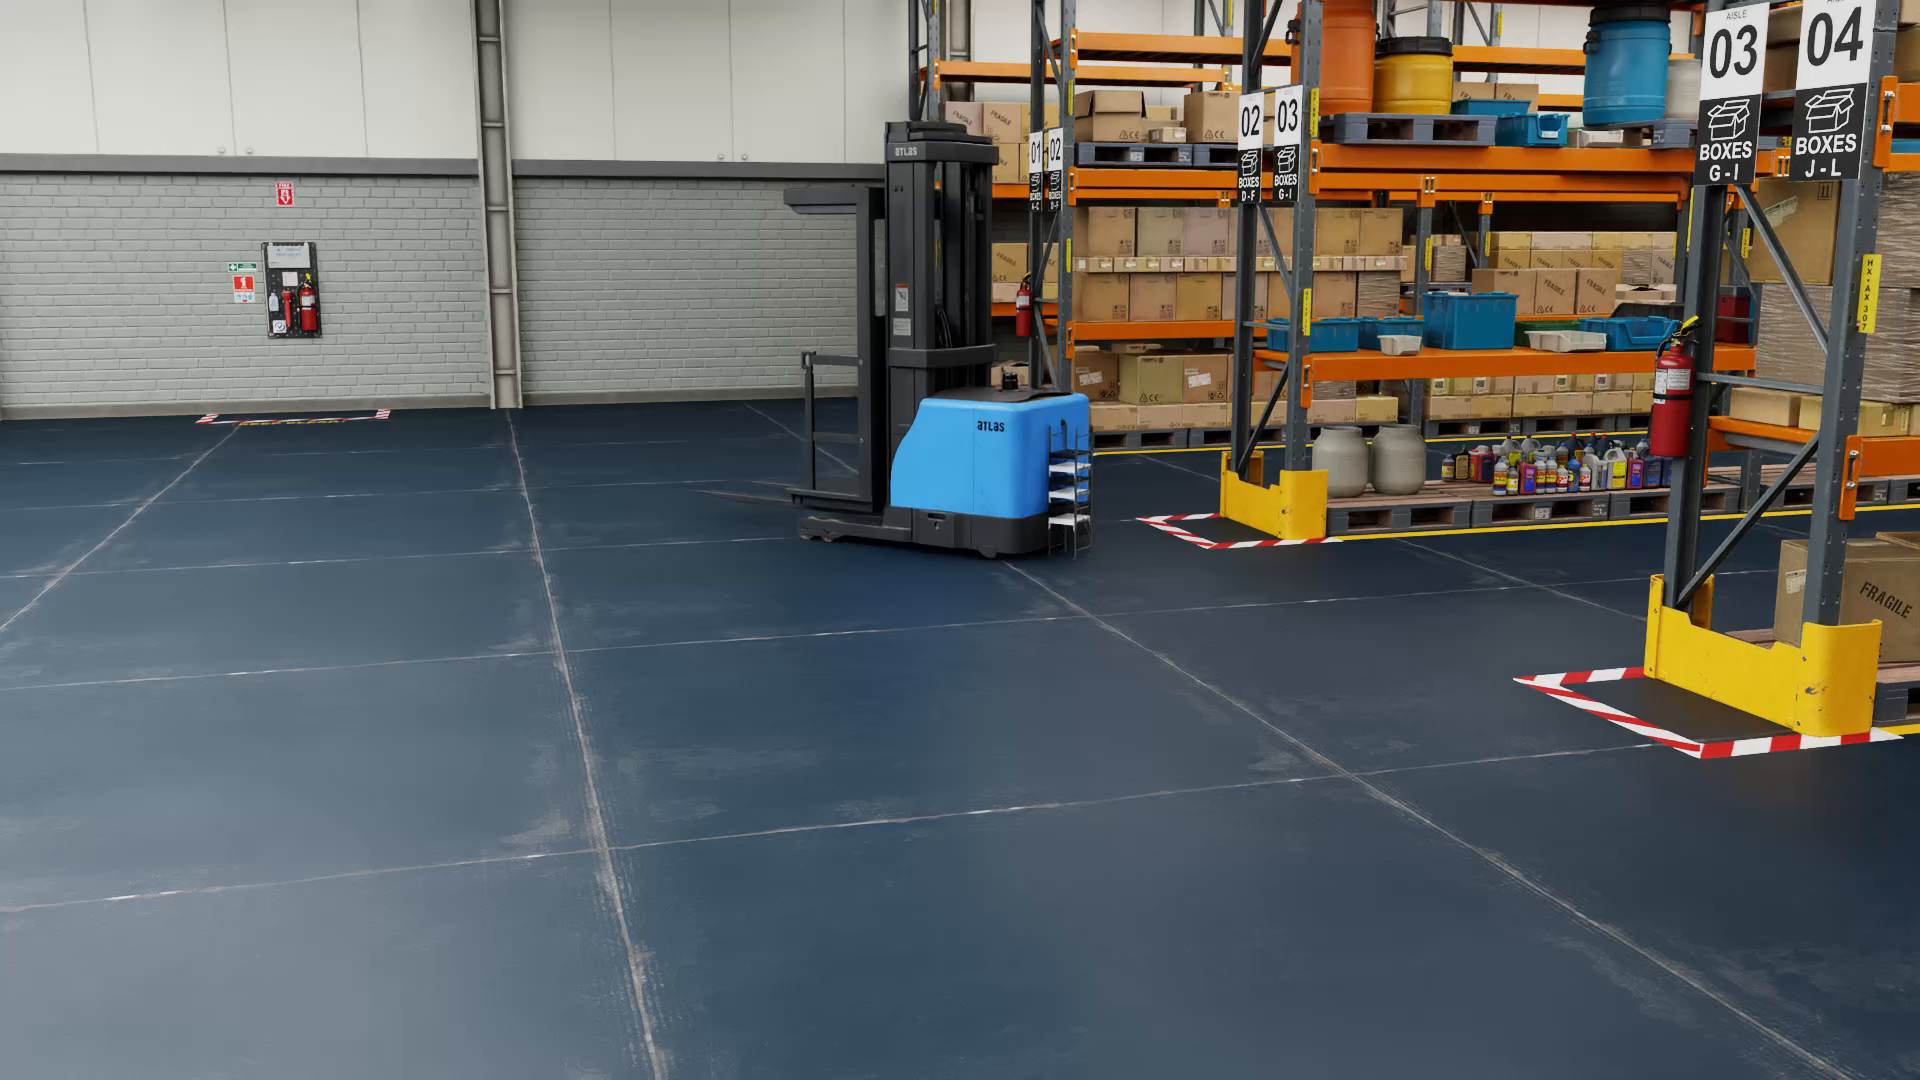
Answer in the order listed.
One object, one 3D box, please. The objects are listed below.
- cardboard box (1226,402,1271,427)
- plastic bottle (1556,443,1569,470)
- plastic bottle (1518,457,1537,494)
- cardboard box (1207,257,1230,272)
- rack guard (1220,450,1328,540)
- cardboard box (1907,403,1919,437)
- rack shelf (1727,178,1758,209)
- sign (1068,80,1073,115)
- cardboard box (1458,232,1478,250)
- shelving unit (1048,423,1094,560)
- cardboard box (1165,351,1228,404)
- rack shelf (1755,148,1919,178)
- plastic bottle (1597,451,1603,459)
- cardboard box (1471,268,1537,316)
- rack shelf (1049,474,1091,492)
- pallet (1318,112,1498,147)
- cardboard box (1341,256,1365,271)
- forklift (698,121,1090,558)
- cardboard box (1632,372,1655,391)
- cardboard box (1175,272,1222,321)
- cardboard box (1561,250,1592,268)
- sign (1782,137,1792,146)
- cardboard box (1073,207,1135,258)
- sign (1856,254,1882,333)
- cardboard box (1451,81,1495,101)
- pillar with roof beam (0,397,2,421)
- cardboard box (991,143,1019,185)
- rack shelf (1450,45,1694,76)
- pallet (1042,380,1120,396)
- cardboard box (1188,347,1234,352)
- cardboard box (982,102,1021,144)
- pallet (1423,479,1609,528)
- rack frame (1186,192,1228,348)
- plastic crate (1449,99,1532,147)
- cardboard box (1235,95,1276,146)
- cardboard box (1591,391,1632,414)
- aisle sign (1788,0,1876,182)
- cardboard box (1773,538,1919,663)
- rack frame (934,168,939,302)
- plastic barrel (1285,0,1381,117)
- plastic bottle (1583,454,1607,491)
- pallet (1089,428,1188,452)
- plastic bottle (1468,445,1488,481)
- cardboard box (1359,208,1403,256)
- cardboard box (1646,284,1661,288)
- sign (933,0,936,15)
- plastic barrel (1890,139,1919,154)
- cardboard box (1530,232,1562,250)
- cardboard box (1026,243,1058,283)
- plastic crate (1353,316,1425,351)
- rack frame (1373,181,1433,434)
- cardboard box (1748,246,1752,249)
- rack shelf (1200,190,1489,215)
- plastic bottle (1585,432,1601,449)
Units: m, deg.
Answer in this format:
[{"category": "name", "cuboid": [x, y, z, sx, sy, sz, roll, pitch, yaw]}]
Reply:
[{"category": "cardboard box", "cuboid": [2.937, -1.350, 17.529, 0.500, 0.250, 0.500, -3, 11, -16]}, {"category": "plastic bottle", "cuboid": [4.938, -0.655, 13.641, 0.097, 0.271, 0.097, 0, 10, 0]}, {"category": "plastic bottle", "cuboid": [4.350, -0.497, 12.747, 0.133, 0.283, 0.061, -3, 11, -15]}, {"category": "cardboard box", "cuboid": [2.592, -2.848, 17.163, 0.250, 0.149, 0.380, -3, 11, -17]}, {"category": "rack guard", "cuboid": [2.360, -0.353, 12.583, 0.348, 0.500, 1.175, -3, 11, -16]}, {"category": "cardboard box", "cuboid": [4.270, -0.568, 7.541, 0.250, 0.149, 0.380, -3, 11, -16]}, {"category": "rack shelf", "cuboid": [10.521, -4.059, 19.512, 4.000, 0.370, 1.077, -3, 11, -16]}, {"category": "sign", "cuboid": [1.068, -4.279, 16.086, 0.005, 0.325, 0.100, -3, 11, -16]}, {"category": "cardboard box", "cuboid": [7.575, -4.340, 24.109, 0.500, 0.250, 0.500, -3, 11, -14]}, {"category": "shelving unit", "cuboid": [0.758, -0.335, 11.381, 0.210, 0.900, 0.258, 7, 12, 33]}, {"category": "cardboard box", "cuboid": [2.452, -1.696, 17.339, 0.500, 0.500, 0.500, -3, 11, -16]}, {"category": "rack shelf", "cuboid": [8.061, -2.995, 13.734, 4.000, 0.370, 1.077, -3, 11, -16]}, {"category": "plastic bottle", "cuboid": [5.055, -0.561, 13.096, 0.133, 0.283, 0.061, -3, 11, -16]}, {"category": "cardboard box", "cuboid": [6.007, -2.746, 18.401, 0.500, 0.500, 0.500, -2, 11, -12]}, {"category": "rack shelf", "cuboid": [0.758, -0.391, 11.371, 0.200, 0.077, 0.258, 7, 12, 33]}, {"category": "pallet", "cuboid": [3.122, -2.978, 12.172, 1.213, 0.211, 1.003, -3, 11, -16]}, {"category": "cardboard box", "cuboid": [4.070, -2.925, 17.584, 0.250, 0.149, 0.380, -3, 11, -18]}, {"category": "forklift", "cuboid": [-0.584, -1.499, 12.095, 3.031, 2.935, 1.130, 7, 12, 33]}, {"category": "cardboard box", "cuboid": [7.669, -1.870, 18.804, 0.500, 0.311, 0.500, -3, 11, -17]}, {"category": "cardboard box", "cuboid": [2.352, -2.554, 17.357, 0.500, 0.500, 0.700, -3, 11, -16]}, {"category": "cardboard box", "cuboid": [8.732, -3.933, 23.970, 0.500, 0.500, 0.500, -3, 11, -16]}, {"category": "sign", "cuboid": [6.284, -3.156, 12.596, 0.005, 0.325, 0.100, -3, 11, -16]}, {"category": "cardboard box", "cuboid": [1.422, -3.143, 16.974, 0.500, 0.500, 0.700, -3, 11, -16]}, {"category": "sign", "cuboid": [3.836, -1.041, 7.024, 0.005, 0.325, 0.100, -3, 11, -16]}, {"category": "cardboard box", "cuboid": [5.363, -4.635, 17.838, 0.500, 0.500, 0.500, -3, 11, -15]}, {"category": "pillar with roof beam", "cuboid": [-10.357, -5.073, 14.749, 0.400, 9.000, 9.100, -3, 11, -16]}, {"category": "cardboard box", "cuboid": [0.447, -4.821, 21.334, 0.500, 0.500, 0.500, -2, 11, -12]}, {"category": "rack shelf", "cuboid": [6.680, -5.135, 18.177, 4.000, 0.370, 1.077, -3, 11, -16]}, {"category": "pallet", "cuboid": [1.563, -2.021, 22.442, 1.213, 0.211, 1.003, -3, 11, -16]}, {"category": "cardboard box", "cuboid": [2.787, -1.812, 17.966, 0.500, 0.500, 0.500, -3, 11, -16]}, {"category": "cardboard box", "cuboid": [0.464, -5.312, 21.240, 0.500, 0.500, 0.500, -3, 11, -17]}, {"category": "pallet", "cuboid": [4.311, -0.312, 13.159, 1.213, 0.211, 1.003, -3, 11, -16]}, {"category": "rack frame", "cuboid": [3.371, -3.495, 22.746, 0.127, 3.000, 1.000, -3, 11, -16]}, {"category": "plastic crate", "cuboid": [4.047, -3.187, 12.830, 0.575, 0.384, 0.392, -3, 11, -16]}, {"category": "cardboard box", "cuboid": [3.143, -4.374, 17.404, 0.637, 0.503, 0.797, -2, 11, -10]}, {"category": "cardboard box", "cuboid": [7.186, -1.570, 18.725, 0.500, 0.250, 0.500, -3, 11, -15]}, {"category": "aisle sign", "cuboid": [3.709, -1.933, 7.079, 0.004, 0.787, 0.394, -3, 11, -16]}, {"category": "cardboard box", "cuboid": [4.289, 0.285, 7.959, 0.500, 0.500, 0.500, -1, 10, -5]}, {"category": "rack frame", "cuboid": [-0.469, -3.293, 21.647, 0.127, 3.000, 1.000, -3, 11, -16]}, {"category": "plastic barrel", "cuboid": [2.731, -3.510, 12.197, 0.708, 0.830, 0.600, -3, 11, -16]}, {"category": "plastic bottle", "cuboid": [4.951, -0.533, 12.966, 0.135, 0.276, 0.152, -3, 11, -15]}, {"category": "pallet", "cuboid": [1.642, -1.106, 17.472, 1.213, 0.211, 1.003, -3, 11, -16]}, {"category": "plastic bottle", "cuboid": [4.190, -0.624, 13.461, 0.135, 0.276, 0.152, -3, 11, -16]}, {"category": "cardboard box", "cuboid": [4.335, -3.298, 17.815, 0.500, 0.500, 0.700, -3, 11, -16]}, {"category": "cardboard box", "cuboid": [10.073, -3.674, 24.357, 0.250, 0.149, 0.380, -3, 11, -16]}, {"category": "sign", "cuboid": [-0.318, -6.647, 20.499, 0.005, 0.325, 0.100, -3, 11, -16]}, {"category": "plastic barrel", "cuboid": [7.824, -3.624, 13.778, 0.708, 0.901, 0.600, -3, 11, -16]}, {"category": "cardboard box", "cuboid": [8.236, -4.277, 23.770, 0.500, 0.250, 0.500, -3, 11, -17]}, {"category": "cardboard box", "cuboid": [1.048, -3.618, 21.700, 0.500, 0.500, 0.500, -3, 11, -18]}, {"category": "plastic crate", "cuboid": [3.322, -1.606, 12.898, 0.408, 0.251, 0.499, -3, 11, -16]}, {"category": "rack frame", "cuboid": [4.760, -2.634, 18.069, 0.127, 3.000, 1.000, -3, 11, -16]}, {"category": "cardboard box", "cuboid": [11.578, -4.072, 25.052, 0.700, 0.700, 0.980, -3, 11, -15]}, {"category": "rack shelf", "cuboid": [5.292, -4.718, 23.089, 4.000, 0.370, 1.077, -3, 11, -16]}, {"category": "plastic bottle", "cuboid": [5.250, -0.718, 13.761, 0.185, 0.351, 0.144, -3, 11, -14]}]
